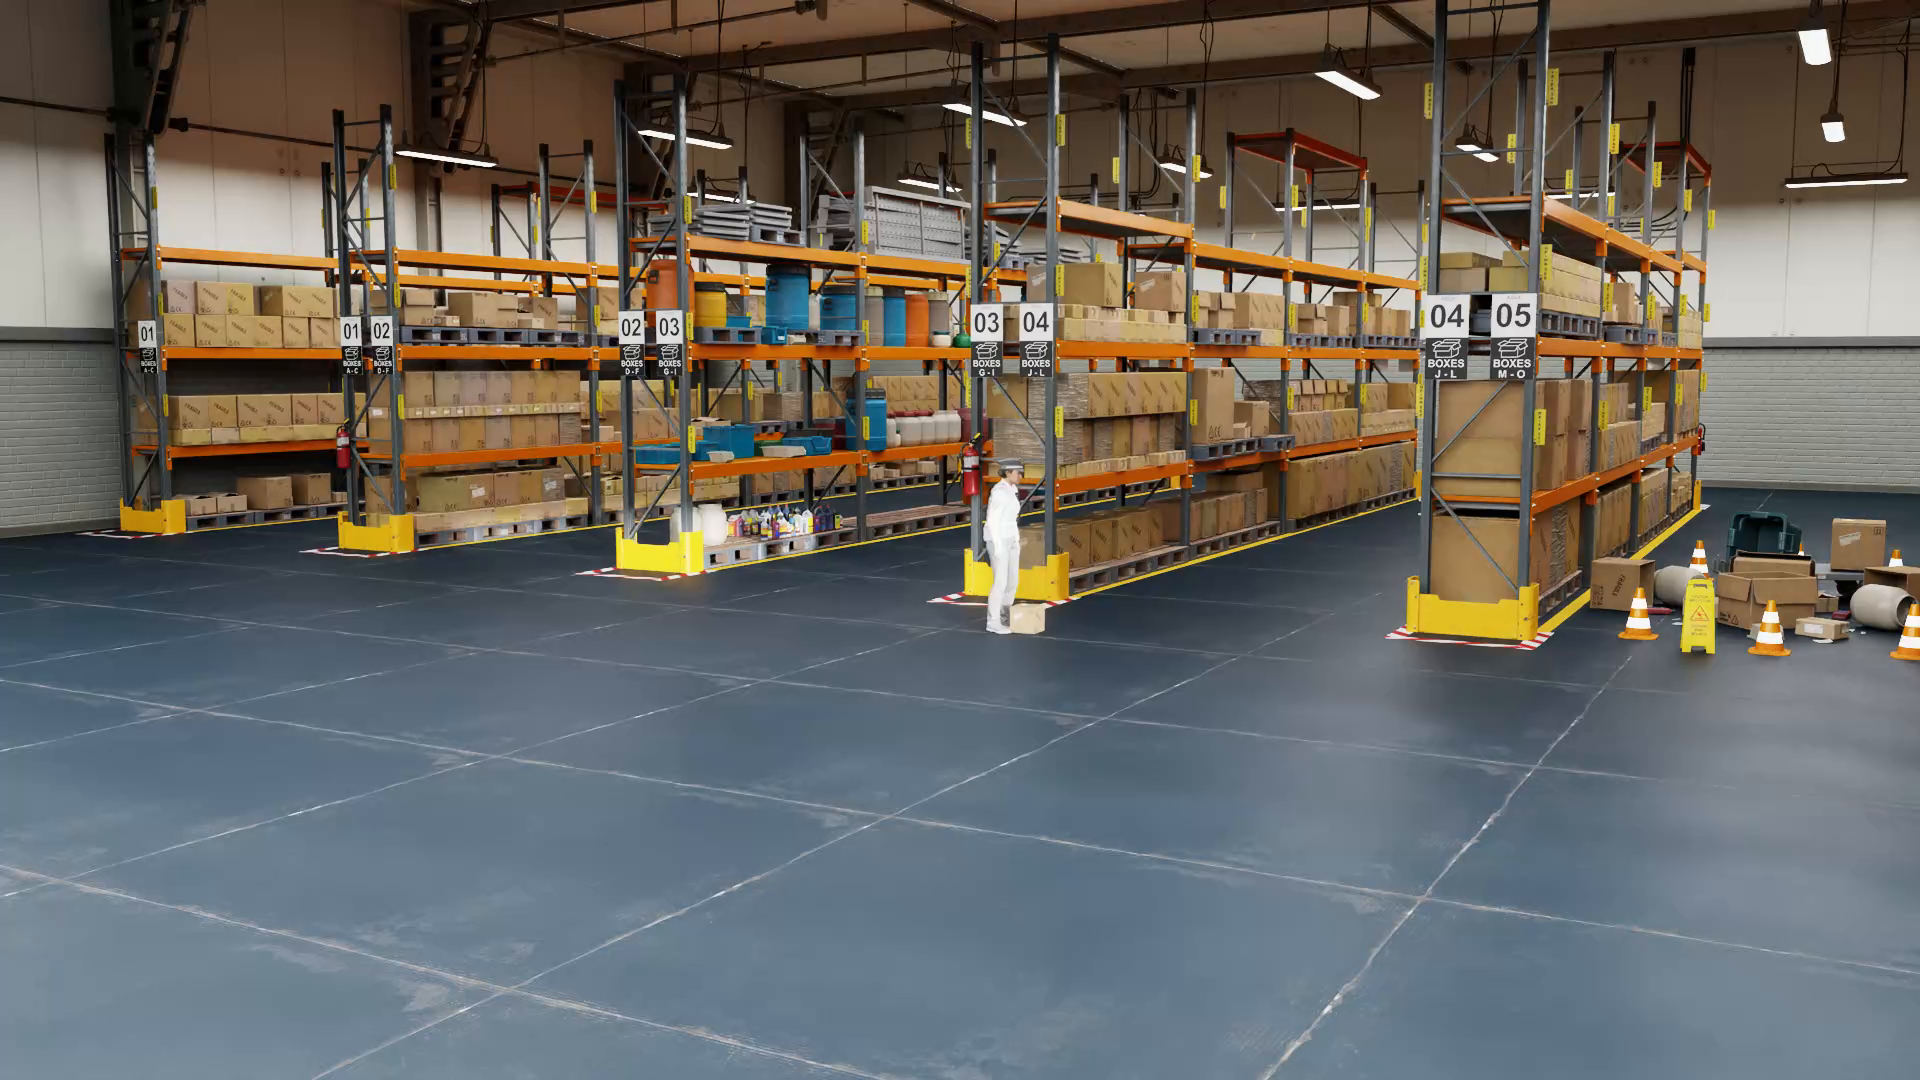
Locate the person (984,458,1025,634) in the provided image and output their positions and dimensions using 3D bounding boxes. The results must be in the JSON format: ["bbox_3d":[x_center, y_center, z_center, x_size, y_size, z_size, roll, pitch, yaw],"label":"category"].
[{"bbox_3d":[0.433,0.040,15.975,0.376,1.664,0.546,3,7,25],"label":"person"}]
